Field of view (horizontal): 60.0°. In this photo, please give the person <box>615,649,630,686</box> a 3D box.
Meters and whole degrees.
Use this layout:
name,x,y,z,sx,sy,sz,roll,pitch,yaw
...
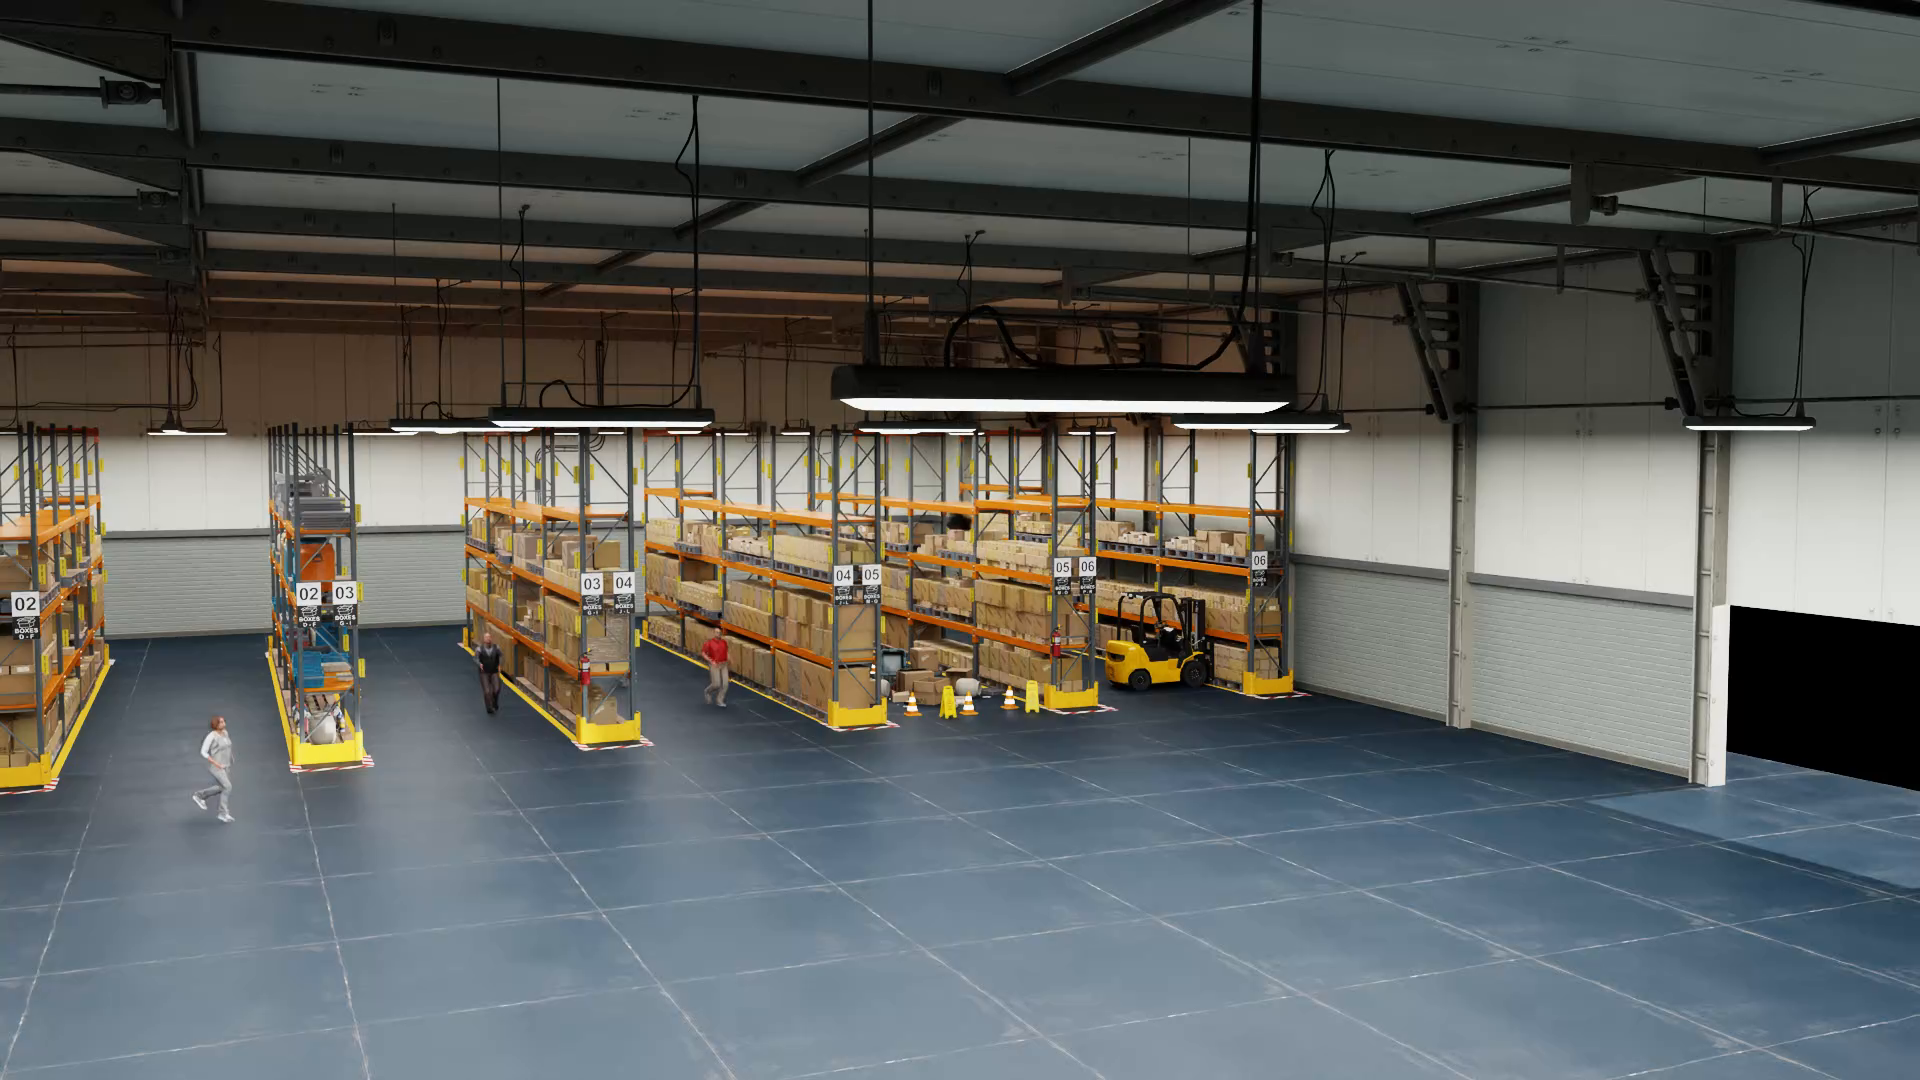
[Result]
name,x,y,z,sx,sy,sz,roll,pitch,yaw
person,-7.803,2.525,38.457,0.704,1.709,0.567,-2,4,-29

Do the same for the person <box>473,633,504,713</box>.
name,x,y,z,sx,sy,sz,roll,pitch,yaw
person,-9.751,2.768,34.477,0.635,1.676,0.564,-1,4,-21

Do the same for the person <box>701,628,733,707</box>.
name,x,y,z,sx,sy,sz,roll,pitch,yaw
person,-5.172,2.714,35.511,0.660,1.671,0.626,-3,5,-41

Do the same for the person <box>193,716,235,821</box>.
name,x,y,z,sx,sy,sz,roll,pitch,yaw
person,-11.194,3.420,24.933,0.659,1.602,0.555,1,4,10
